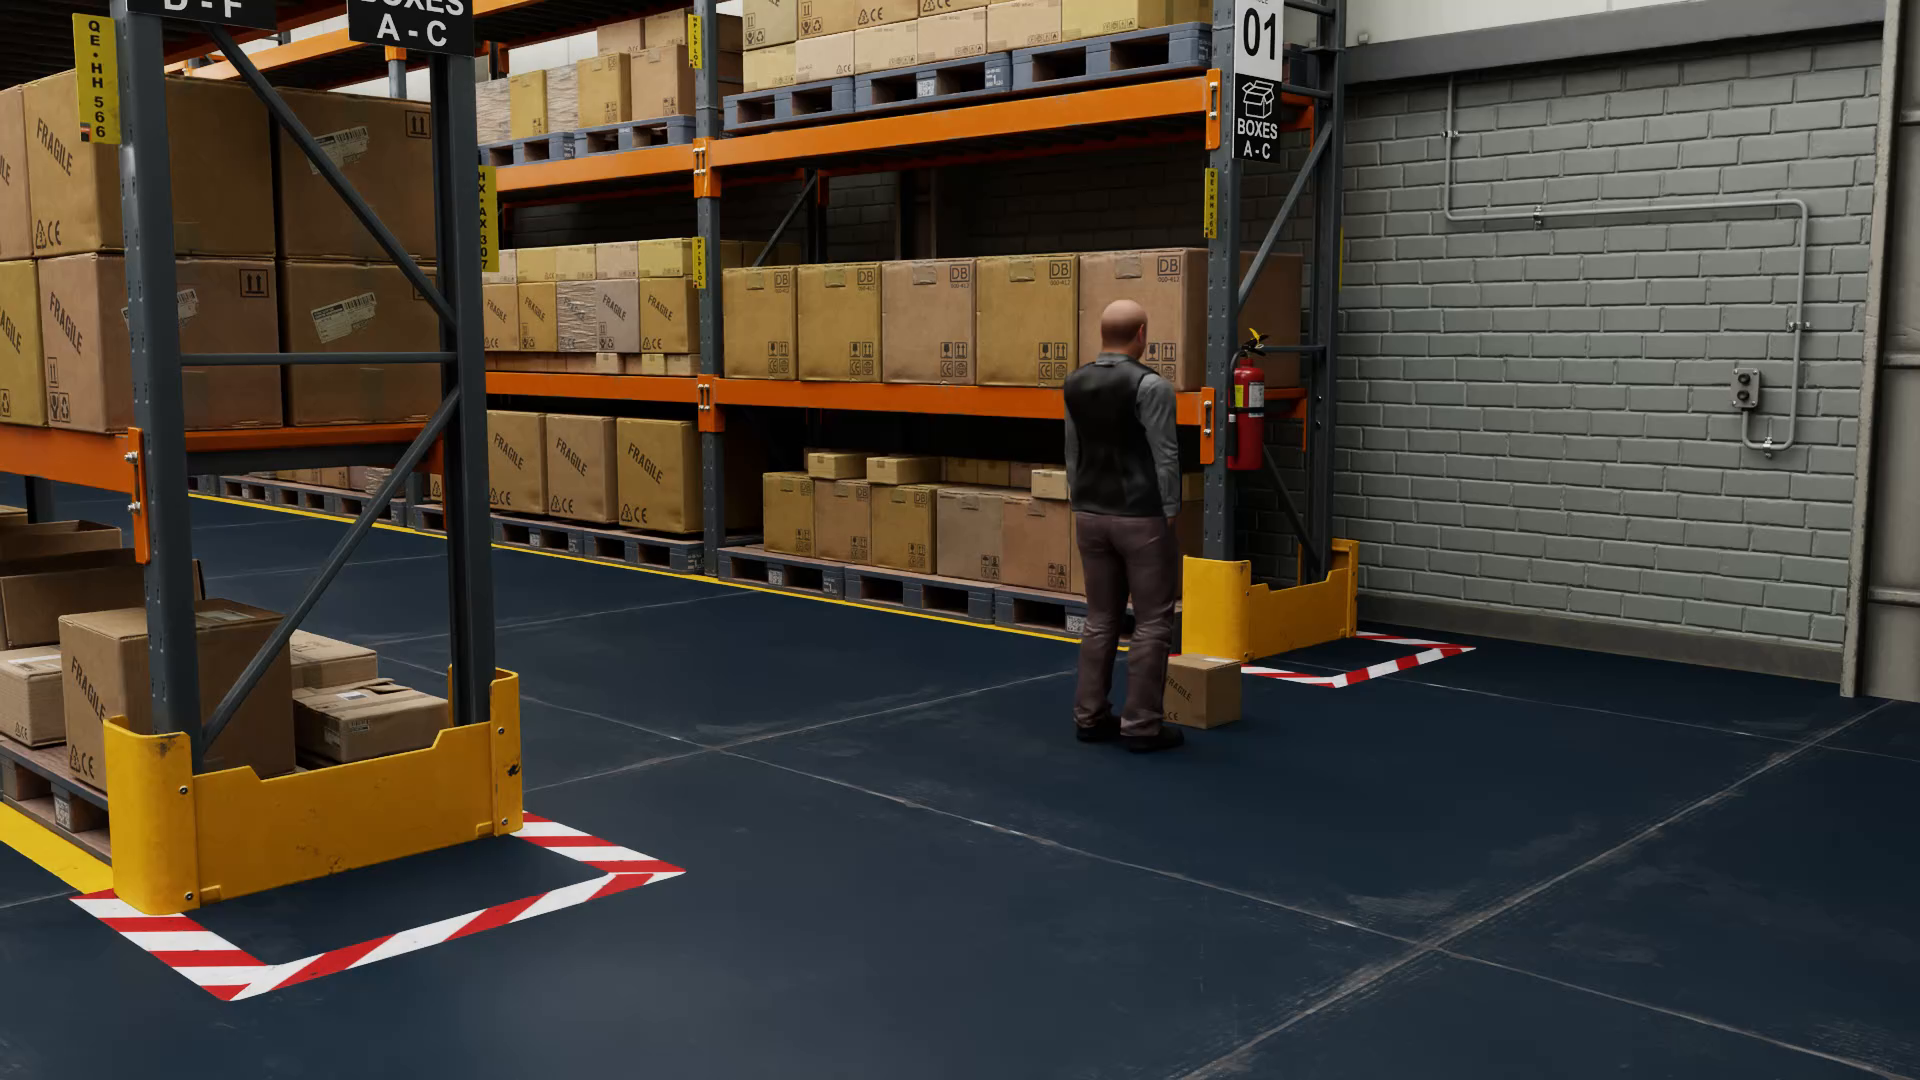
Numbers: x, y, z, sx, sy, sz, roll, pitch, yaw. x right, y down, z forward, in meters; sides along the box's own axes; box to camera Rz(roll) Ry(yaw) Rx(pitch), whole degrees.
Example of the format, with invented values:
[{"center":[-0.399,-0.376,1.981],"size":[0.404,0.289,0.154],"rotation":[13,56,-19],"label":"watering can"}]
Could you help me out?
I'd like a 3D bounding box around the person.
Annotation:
[{"center":[0.629,-0.063,6.424],"size":[0.533,1.714,0.357],"rotation":[7,10,44],"label":"person"}]
